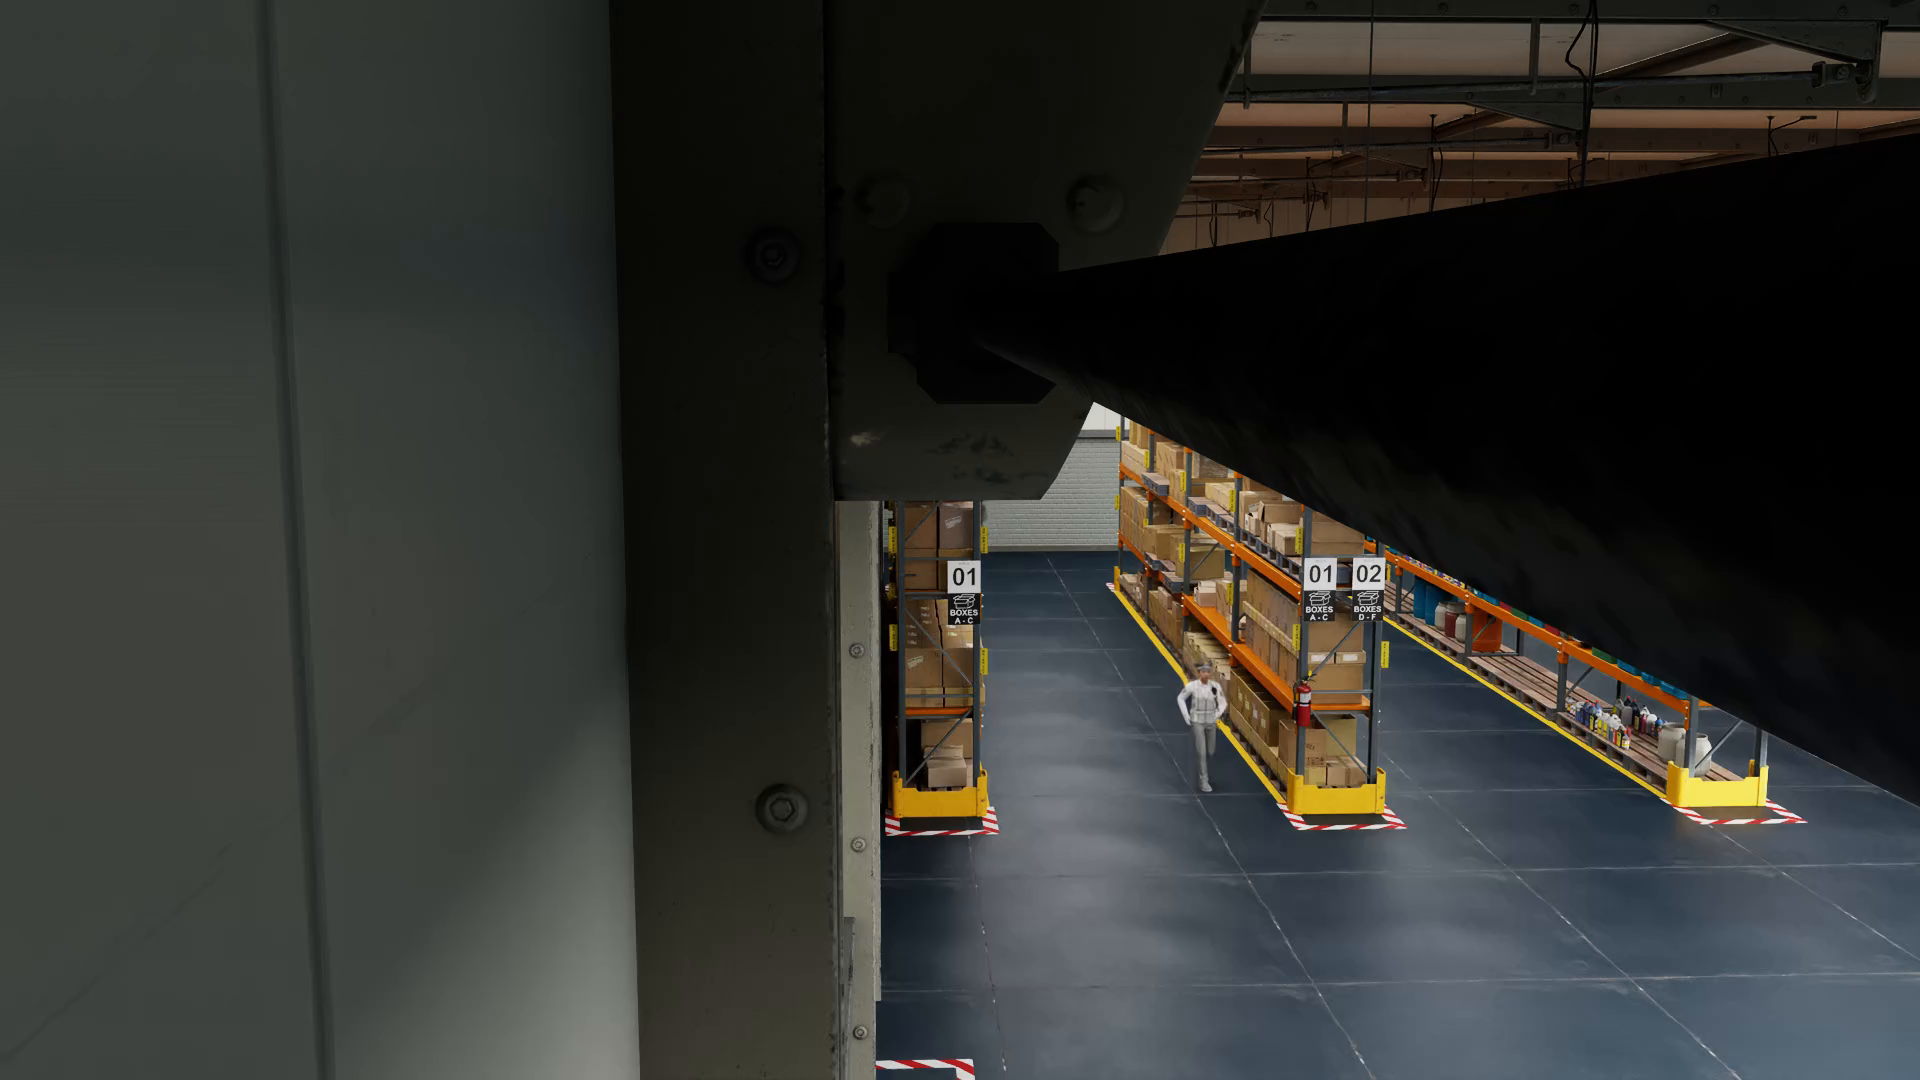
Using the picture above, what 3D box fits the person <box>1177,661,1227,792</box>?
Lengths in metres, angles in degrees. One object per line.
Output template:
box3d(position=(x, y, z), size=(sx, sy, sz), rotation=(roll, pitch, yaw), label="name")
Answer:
box3d(position=(3.163, 2.380, 21.735), size=(0.637, 1.682, 0.784), rotation=(-1, 8, -6), label="person")
